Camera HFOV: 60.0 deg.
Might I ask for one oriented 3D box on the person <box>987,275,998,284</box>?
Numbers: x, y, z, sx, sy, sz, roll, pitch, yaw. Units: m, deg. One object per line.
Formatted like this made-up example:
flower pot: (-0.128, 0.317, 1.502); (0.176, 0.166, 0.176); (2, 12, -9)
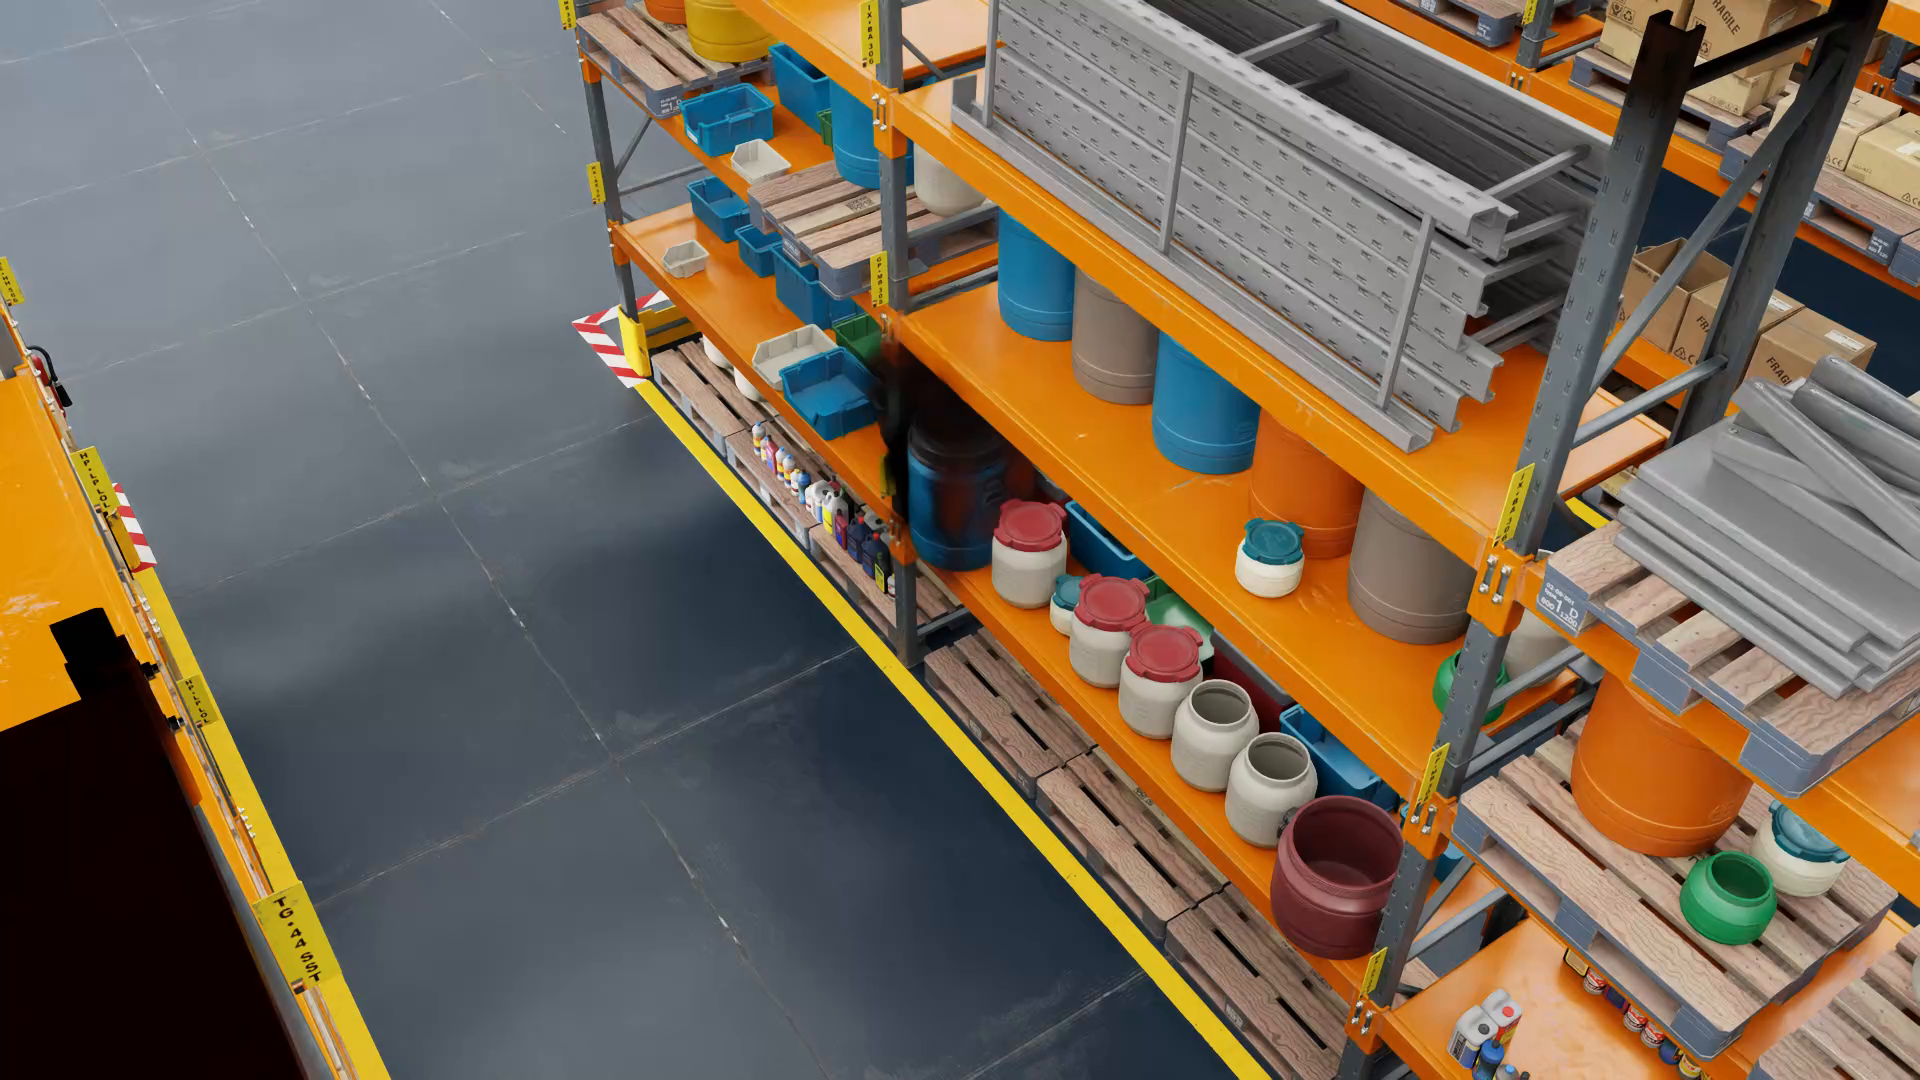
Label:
person: (0.307, -2.067, 12.348); (0.344, 1.666, 0.462); (-22, 47, -22)
